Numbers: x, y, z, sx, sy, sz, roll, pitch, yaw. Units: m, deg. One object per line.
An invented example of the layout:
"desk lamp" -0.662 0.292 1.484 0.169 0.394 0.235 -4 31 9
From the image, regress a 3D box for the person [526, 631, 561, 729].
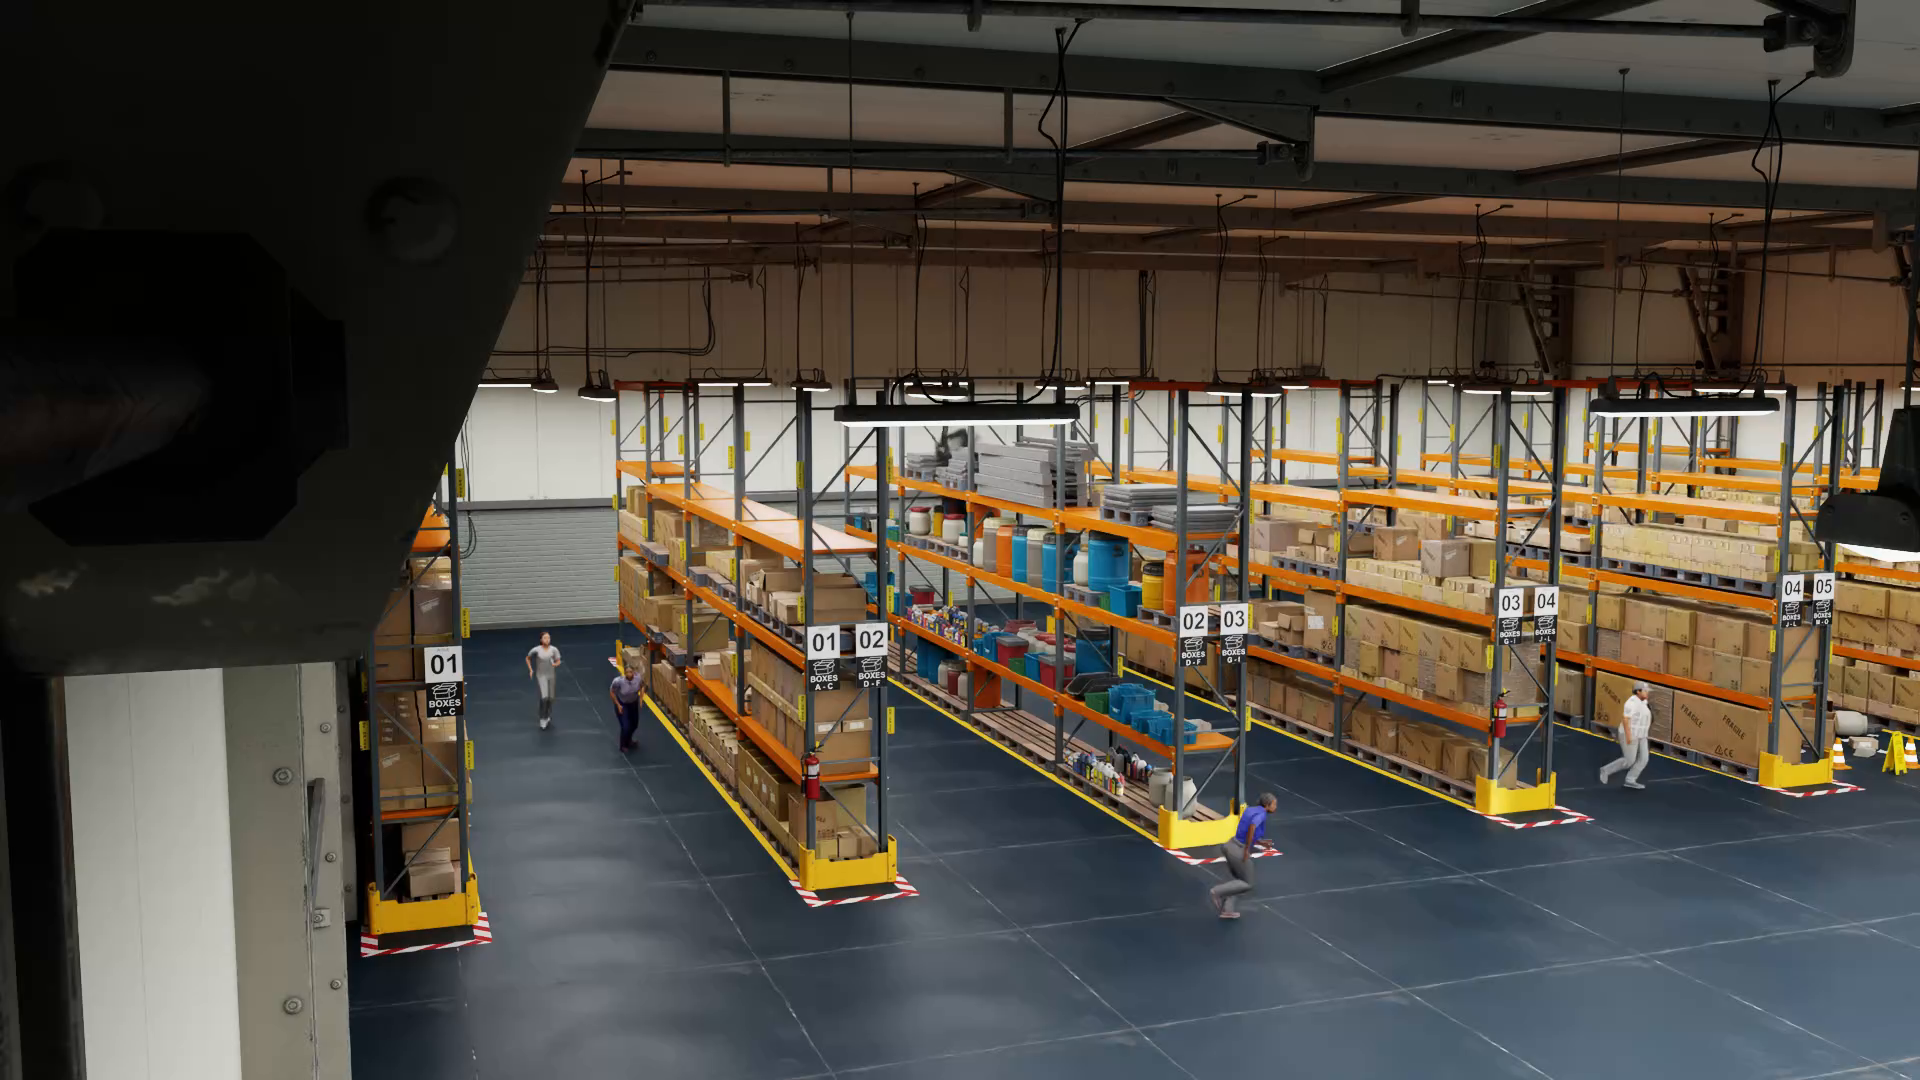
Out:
"person" -7.243 2.434 29.036 0.558 1.688 0.703 -3 7 -29

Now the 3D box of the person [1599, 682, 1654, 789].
"person" 9.952 2.905 24.804 0.758 1.598 0.579 -5 8 -37

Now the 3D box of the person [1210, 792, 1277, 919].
"person" 3.240 3.614 18.953 0.788 1.470 0.591 -1 6 -11

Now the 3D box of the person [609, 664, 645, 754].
"person" -5.461 2.719 27.260 0.681 1.521 0.802 -6 8 -43
